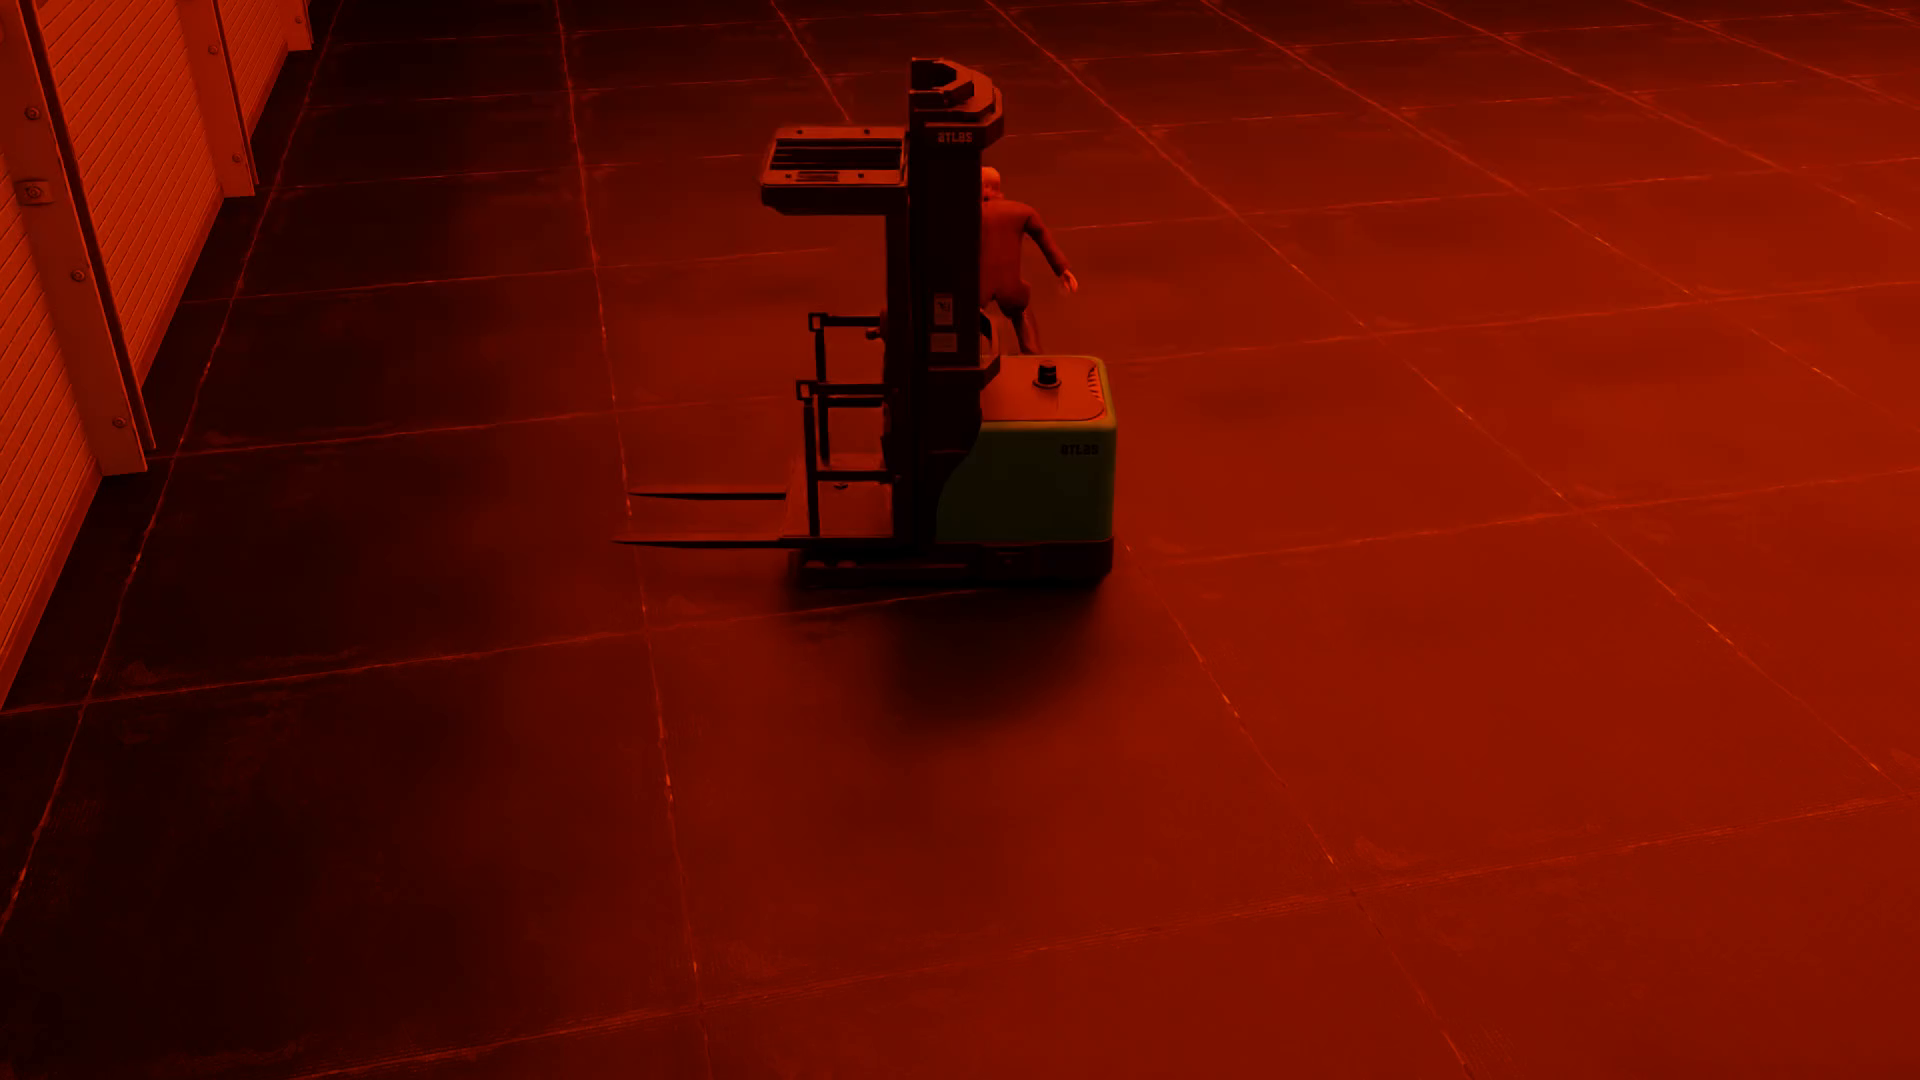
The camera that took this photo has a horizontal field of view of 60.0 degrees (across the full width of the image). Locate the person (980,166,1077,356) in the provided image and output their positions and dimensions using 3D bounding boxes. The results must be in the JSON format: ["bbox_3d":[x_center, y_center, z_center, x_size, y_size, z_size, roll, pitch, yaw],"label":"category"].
[{"bbox_3d":[0.284,-1.886,12.256,1.078,1.701,0.571,-5,30,-9],"label":"person"}]

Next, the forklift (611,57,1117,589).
[{"bbox_3d":[-0.599,-1.244,9.723,3.031,2.935,1.130,0,30,0],"label":"forklift"}]
